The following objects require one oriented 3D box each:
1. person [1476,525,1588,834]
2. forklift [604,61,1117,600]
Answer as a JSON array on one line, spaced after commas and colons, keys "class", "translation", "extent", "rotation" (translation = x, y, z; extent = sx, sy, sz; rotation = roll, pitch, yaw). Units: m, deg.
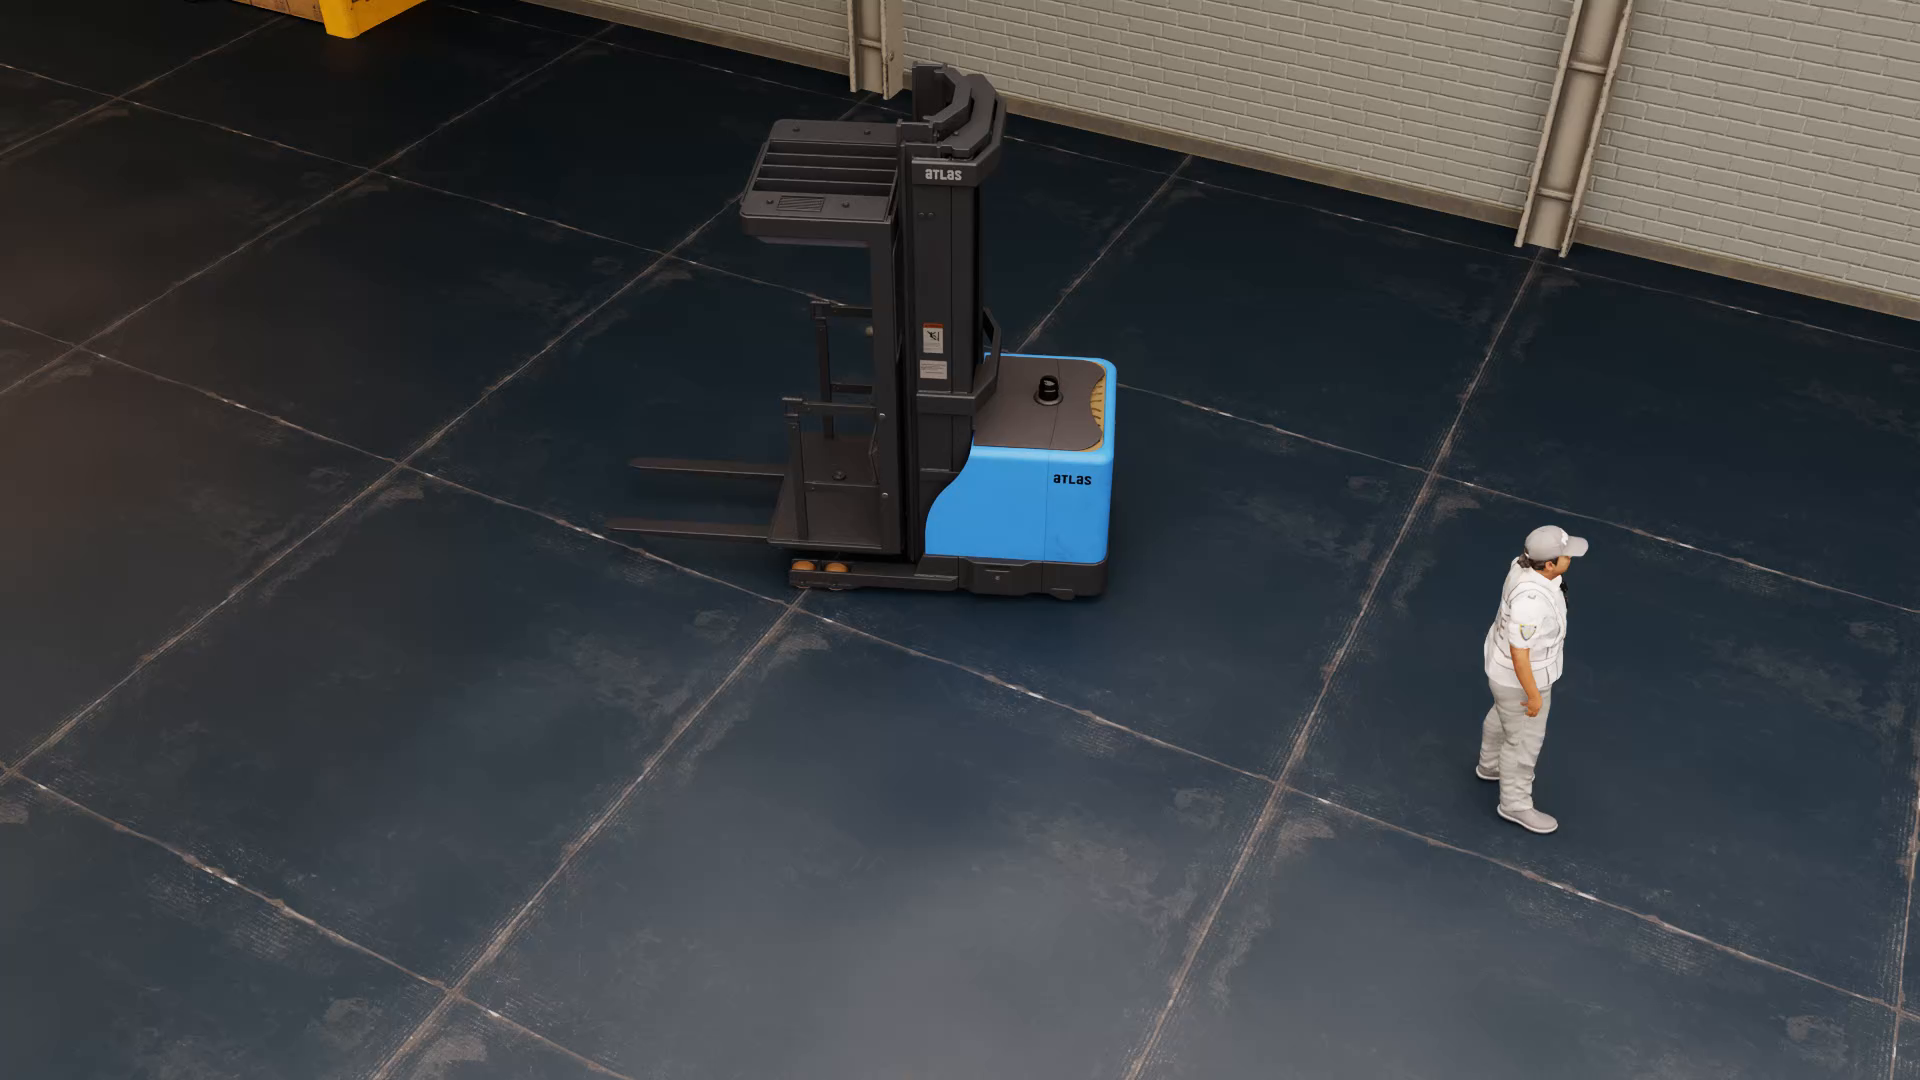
[{"class": "person", "translation": [2.849, 0.645, 8.189], "extent": [0.529, 1.669, 0.598], "rotation": [9, 41, 10]}, {"class": "forklift", "translation": [-0.606, -1.157, 9.360], "extent": [3.031, 2.935, 1.130], "rotation": [3, 40, 4]}]
